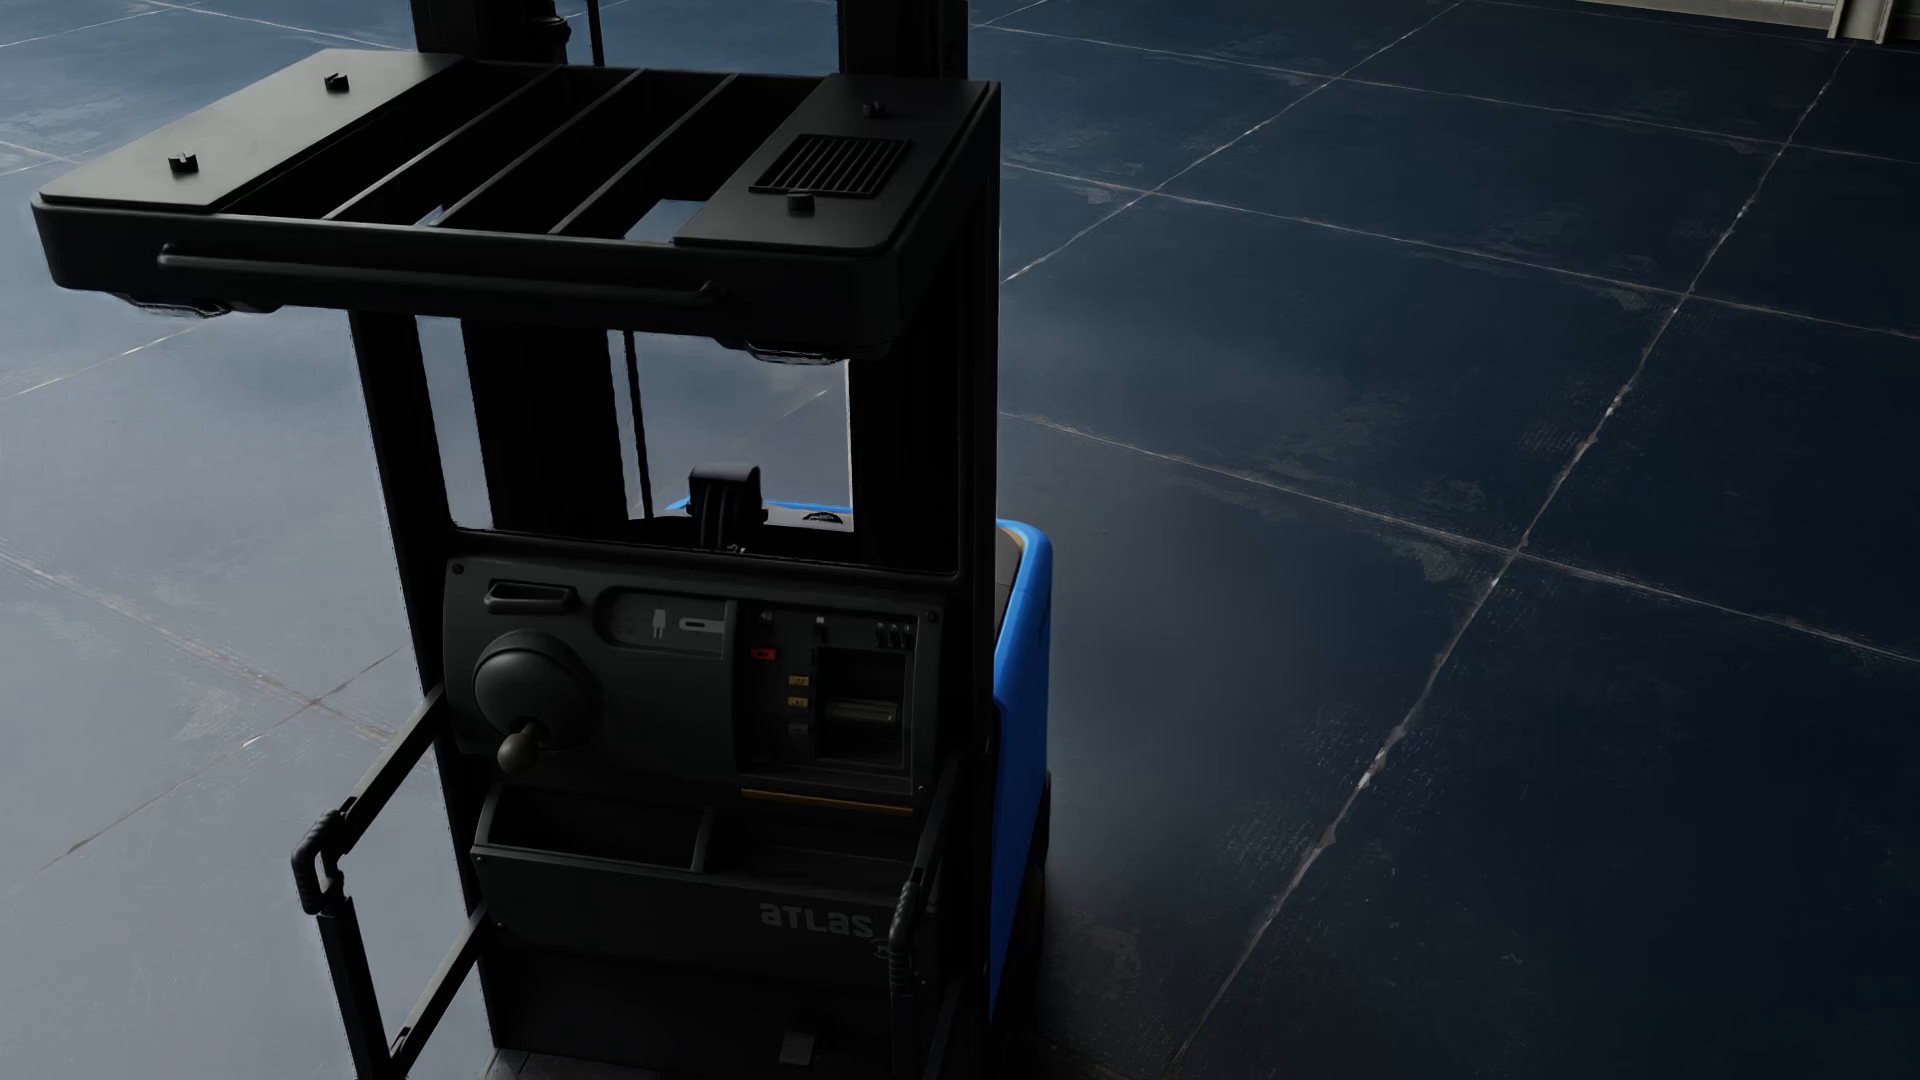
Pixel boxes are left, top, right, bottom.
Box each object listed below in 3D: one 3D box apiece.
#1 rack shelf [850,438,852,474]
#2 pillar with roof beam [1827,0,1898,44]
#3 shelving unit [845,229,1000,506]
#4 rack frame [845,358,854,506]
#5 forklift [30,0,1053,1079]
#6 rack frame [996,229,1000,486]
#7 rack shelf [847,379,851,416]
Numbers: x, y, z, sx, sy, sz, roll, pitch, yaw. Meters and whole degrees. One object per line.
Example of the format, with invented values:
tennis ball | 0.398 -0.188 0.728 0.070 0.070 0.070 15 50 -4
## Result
rack shelf | -0.140 -0.300 6.177 0.480 0.148 0.258 18 35 27
pillar with roof beam | 4.723 -5.981 7.572 0.400 9.000 9.100 18 35 27
shelving unit | -0.140 -0.563 6.024 0.503 1.200 0.258 18 35 27
rack frame | -0.347 -0.628 6.136 0.015 1.200 0.240 18 35 27
forklift | -0.526 0.302 2.824 1.130 2.935 3.031 5 31 9
rack frame | 0.066 -0.497 5.912 0.015 1.200 0.240 18 35 27
rack shelf | -0.140 -0.507 6.056 0.480 0.148 0.258 18 35 27
